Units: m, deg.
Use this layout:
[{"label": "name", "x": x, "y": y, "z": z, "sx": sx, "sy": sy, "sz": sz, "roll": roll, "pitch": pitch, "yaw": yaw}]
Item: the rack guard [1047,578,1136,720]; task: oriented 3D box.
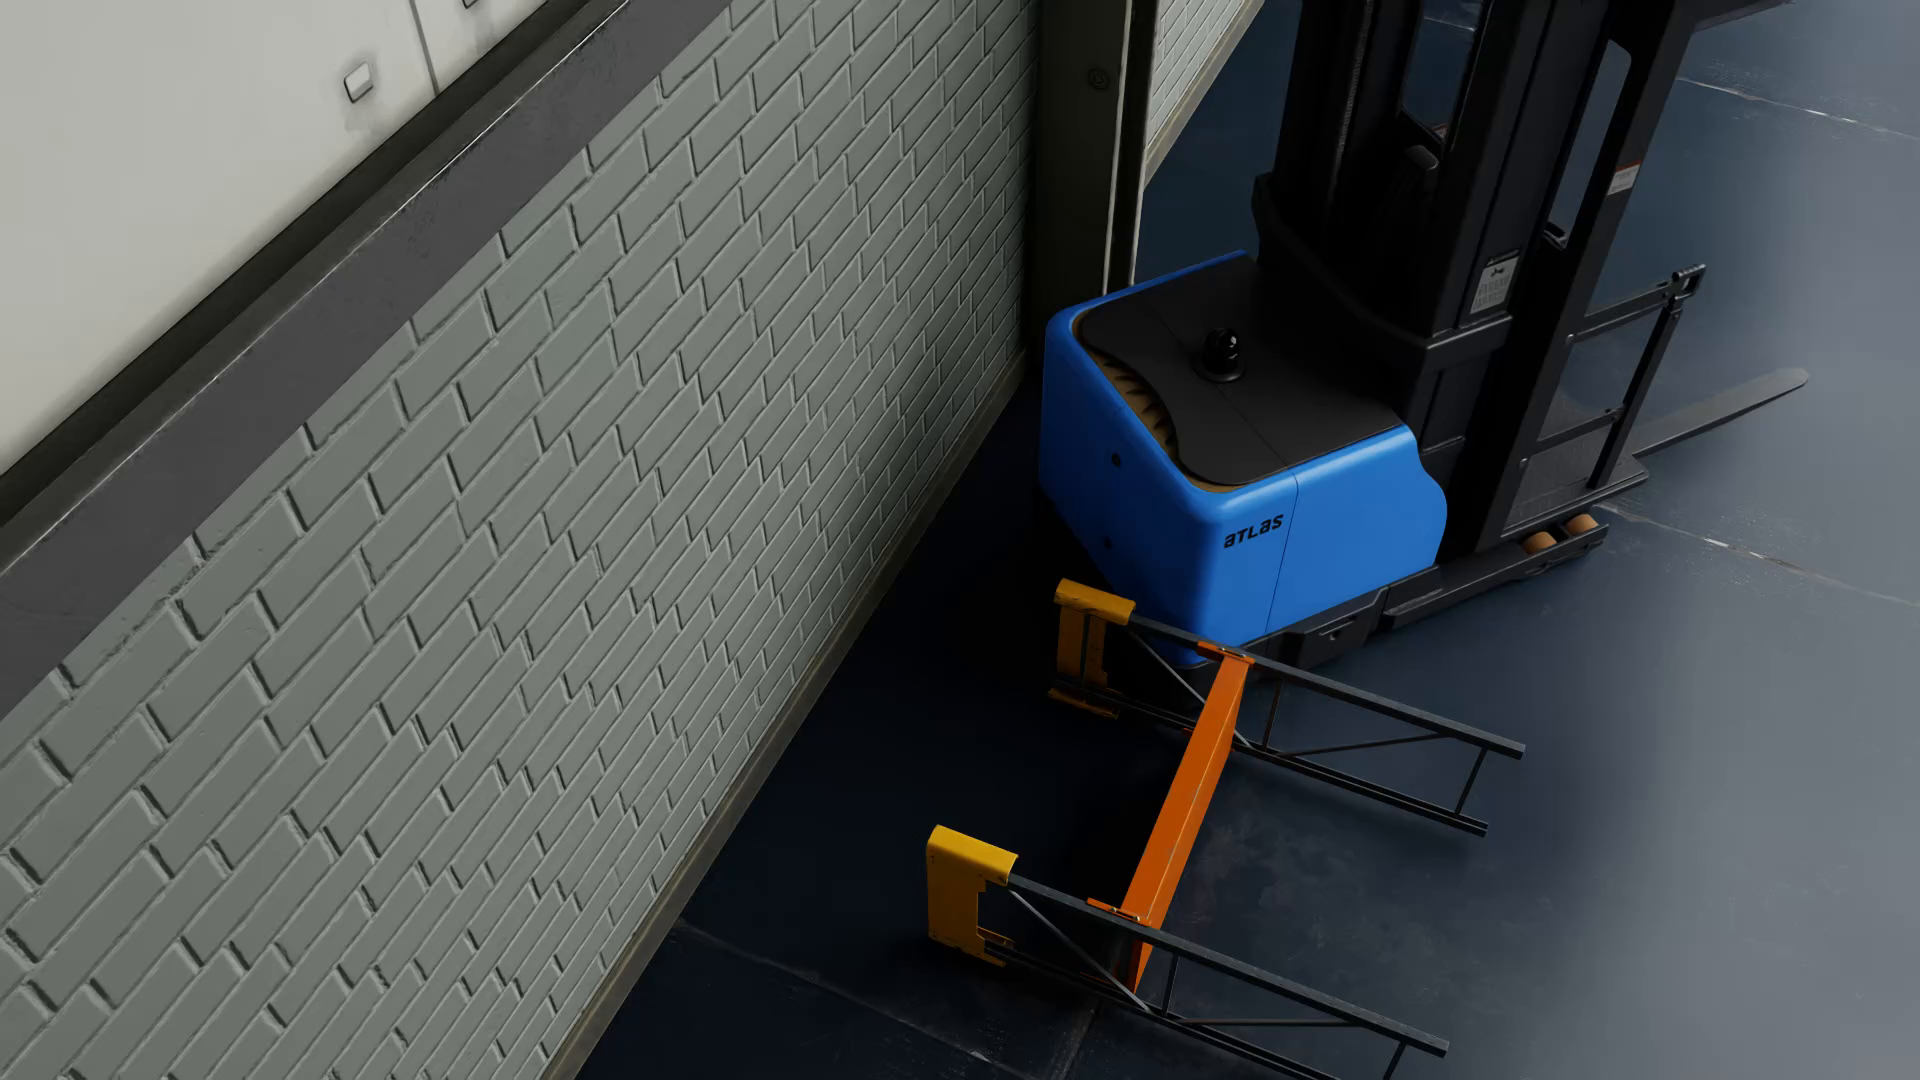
[{"label": "rack guard", "x": 0.433, "y": 0.370, "z": 5.533, "sx": 0.250, "sy": 0.587, "sz": 0.087, "roll": 18, "pitch": 52, "yaw": 15}]

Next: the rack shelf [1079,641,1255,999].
[{"label": "rack shelf", "x": 0.638, "y": 0.859, "z": 5.116, "sx": 0.185, "sy": 0.538, "sz": 1.000, "roll": 18, "pitch": 52, "yaw": 15}]

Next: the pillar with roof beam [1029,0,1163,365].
[{"label": "pillar with roof beam", "x": 4.388, "y": -2.351, "z": 2.342, "sx": 9.100, "sy": 9.000, "sz": 0.400, "roll": 20, "pitch": 52, "yaw": 16}]

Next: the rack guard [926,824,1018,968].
[{"label": "rack guard", "x": 0.034, "y": 1.065, "z": 4.941, "sx": 0.250, "sy": 0.587, "sz": 0.087, "roll": 18, "pitch": 52, "yaw": 15}]

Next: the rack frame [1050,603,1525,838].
[{"label": "rack frame", "x": 1.006, "y": 0.559, "z": 5.372, "sx": 1.500, "sy": 0.500, "sz": 0.032, "roll": 18, "pitch": 52, "yaw": 15}]

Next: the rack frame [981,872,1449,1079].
[{"label": "rack frame", "x": 0.599, "y": 1.269, "z": 4.768, "sx": 1.500, "sy": 0.500, "sz": 0.032, "roll": 18, "pitch": 52, "yaw": 15}]

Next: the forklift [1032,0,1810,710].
[{"label": "forklift", "x": 1.822, "y": -1.162, "z": 5.315, "sx": 3.031, "sy": 2.935, "sz": 1.130, "roll": -21, "pitch": 53, "yaw": -17}]

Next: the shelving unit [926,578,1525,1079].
[{"label": "shelving unit", "x": 0.806, "y": 0.908, "z": 5.075, "sx": 1.500, "sy": 0.587, "sz": 1.083, "roll": 18, "pitch": 52, "yaw": 15}]
